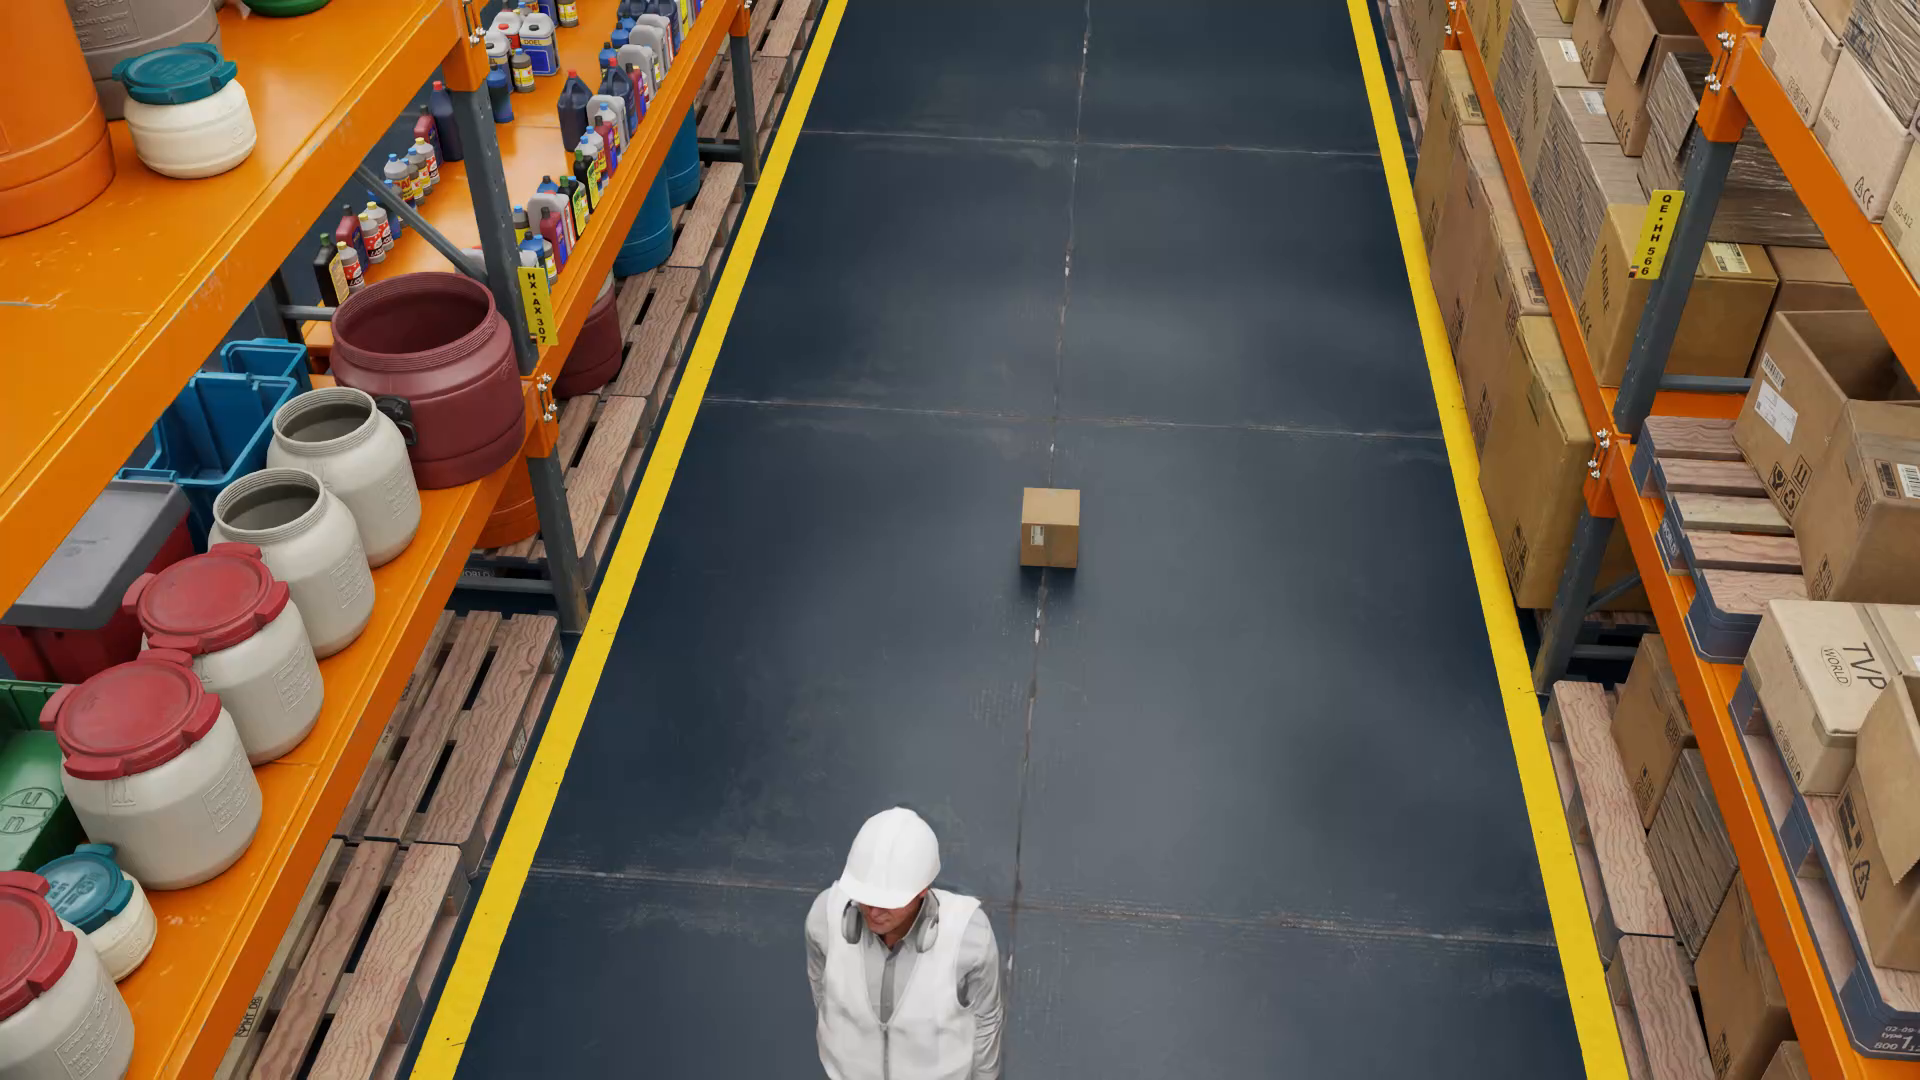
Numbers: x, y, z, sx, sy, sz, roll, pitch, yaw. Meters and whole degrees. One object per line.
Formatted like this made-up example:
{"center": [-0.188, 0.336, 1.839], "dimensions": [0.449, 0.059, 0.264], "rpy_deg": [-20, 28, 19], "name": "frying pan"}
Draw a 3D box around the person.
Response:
{"center": [-0.146, 1.357, 4.485], "dimensions": [0.531, 1.750, 0.786], "rpy_deg": [6, 40, 7], "name": "person"}
